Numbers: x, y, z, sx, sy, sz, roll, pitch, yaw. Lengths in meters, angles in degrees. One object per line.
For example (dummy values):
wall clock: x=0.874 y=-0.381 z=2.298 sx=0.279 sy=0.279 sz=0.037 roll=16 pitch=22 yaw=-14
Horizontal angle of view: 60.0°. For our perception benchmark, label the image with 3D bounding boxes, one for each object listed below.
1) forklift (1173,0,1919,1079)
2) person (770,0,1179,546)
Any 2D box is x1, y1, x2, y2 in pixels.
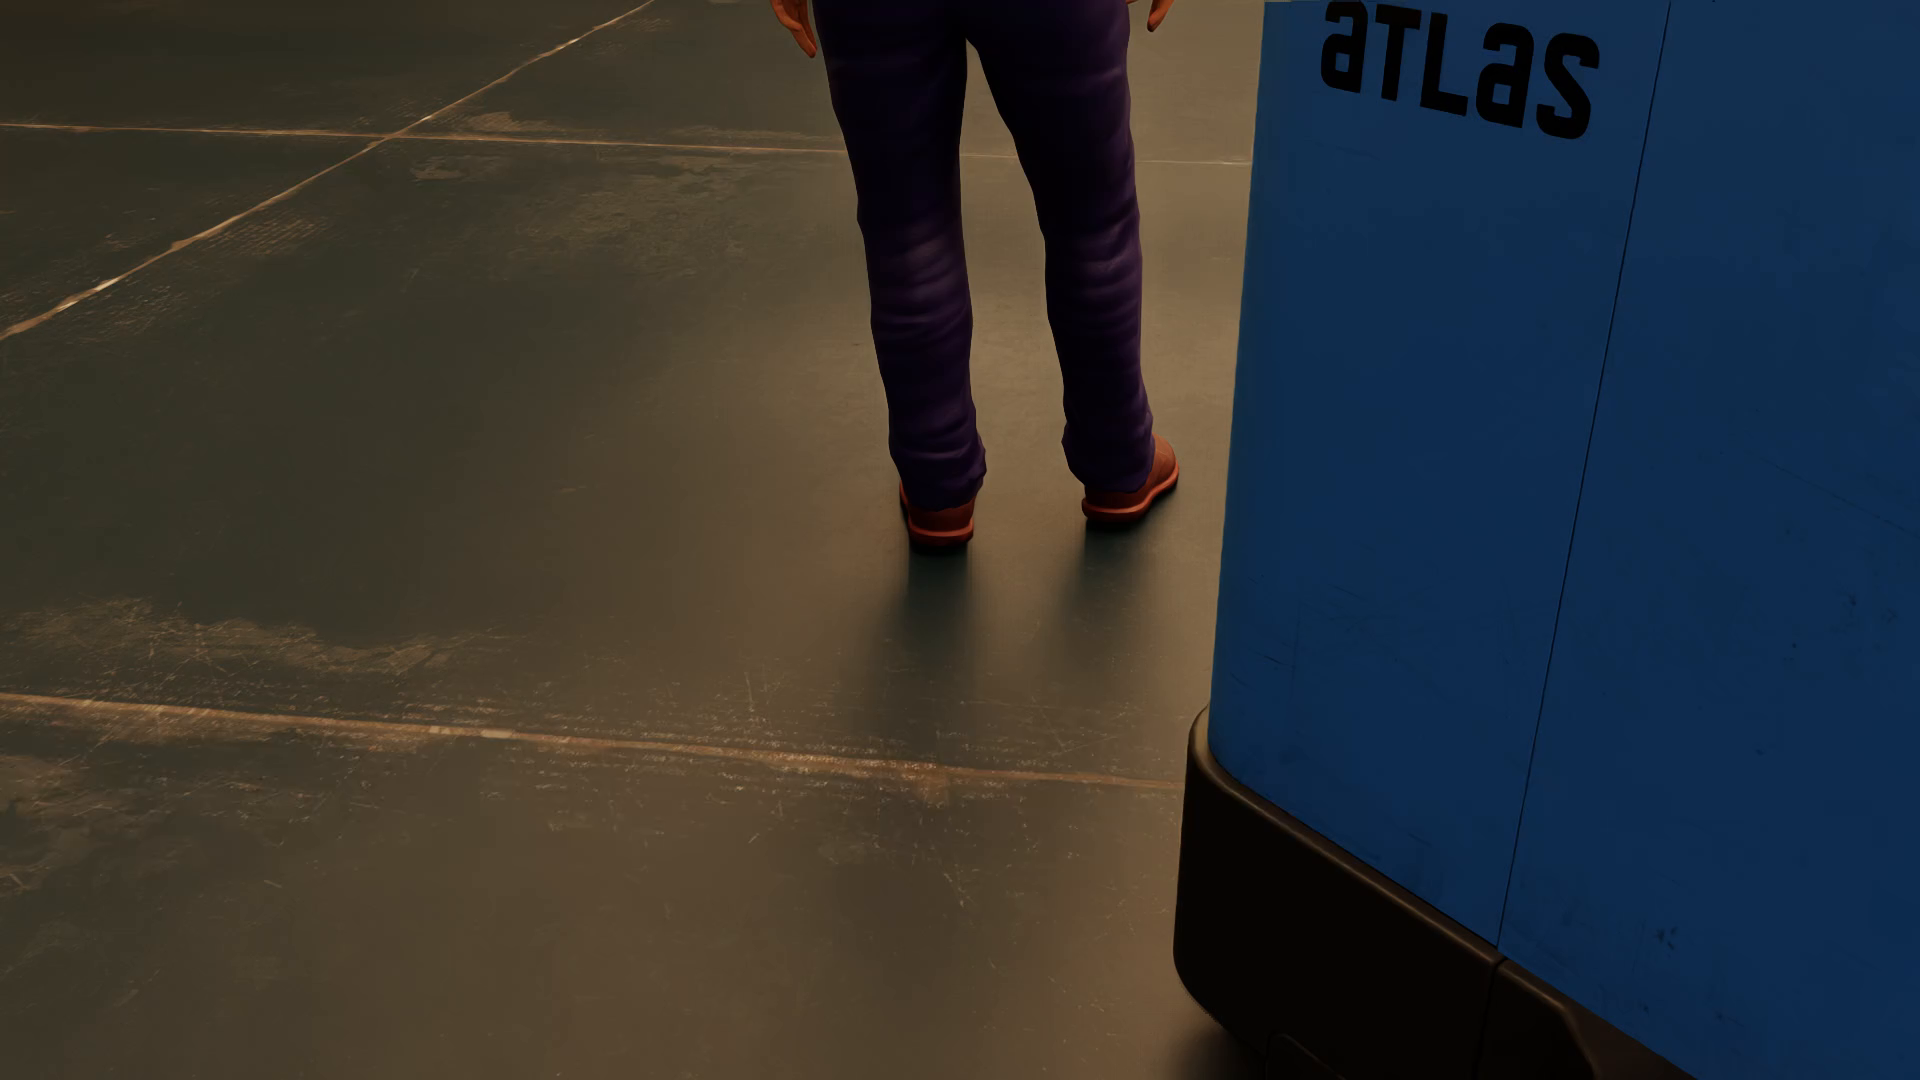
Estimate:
forklift: x=1.482 y=-0.461 z=0.141 sx=1.130 sy=2.935 sz=3.031 roll=-18 pitch=32 yaw=-32
person: x=0.035 y=-0.782 z=2.206 sx=0.598 sy=1.651 sz=0.502 roll=3 pitch=27 yaw=7
